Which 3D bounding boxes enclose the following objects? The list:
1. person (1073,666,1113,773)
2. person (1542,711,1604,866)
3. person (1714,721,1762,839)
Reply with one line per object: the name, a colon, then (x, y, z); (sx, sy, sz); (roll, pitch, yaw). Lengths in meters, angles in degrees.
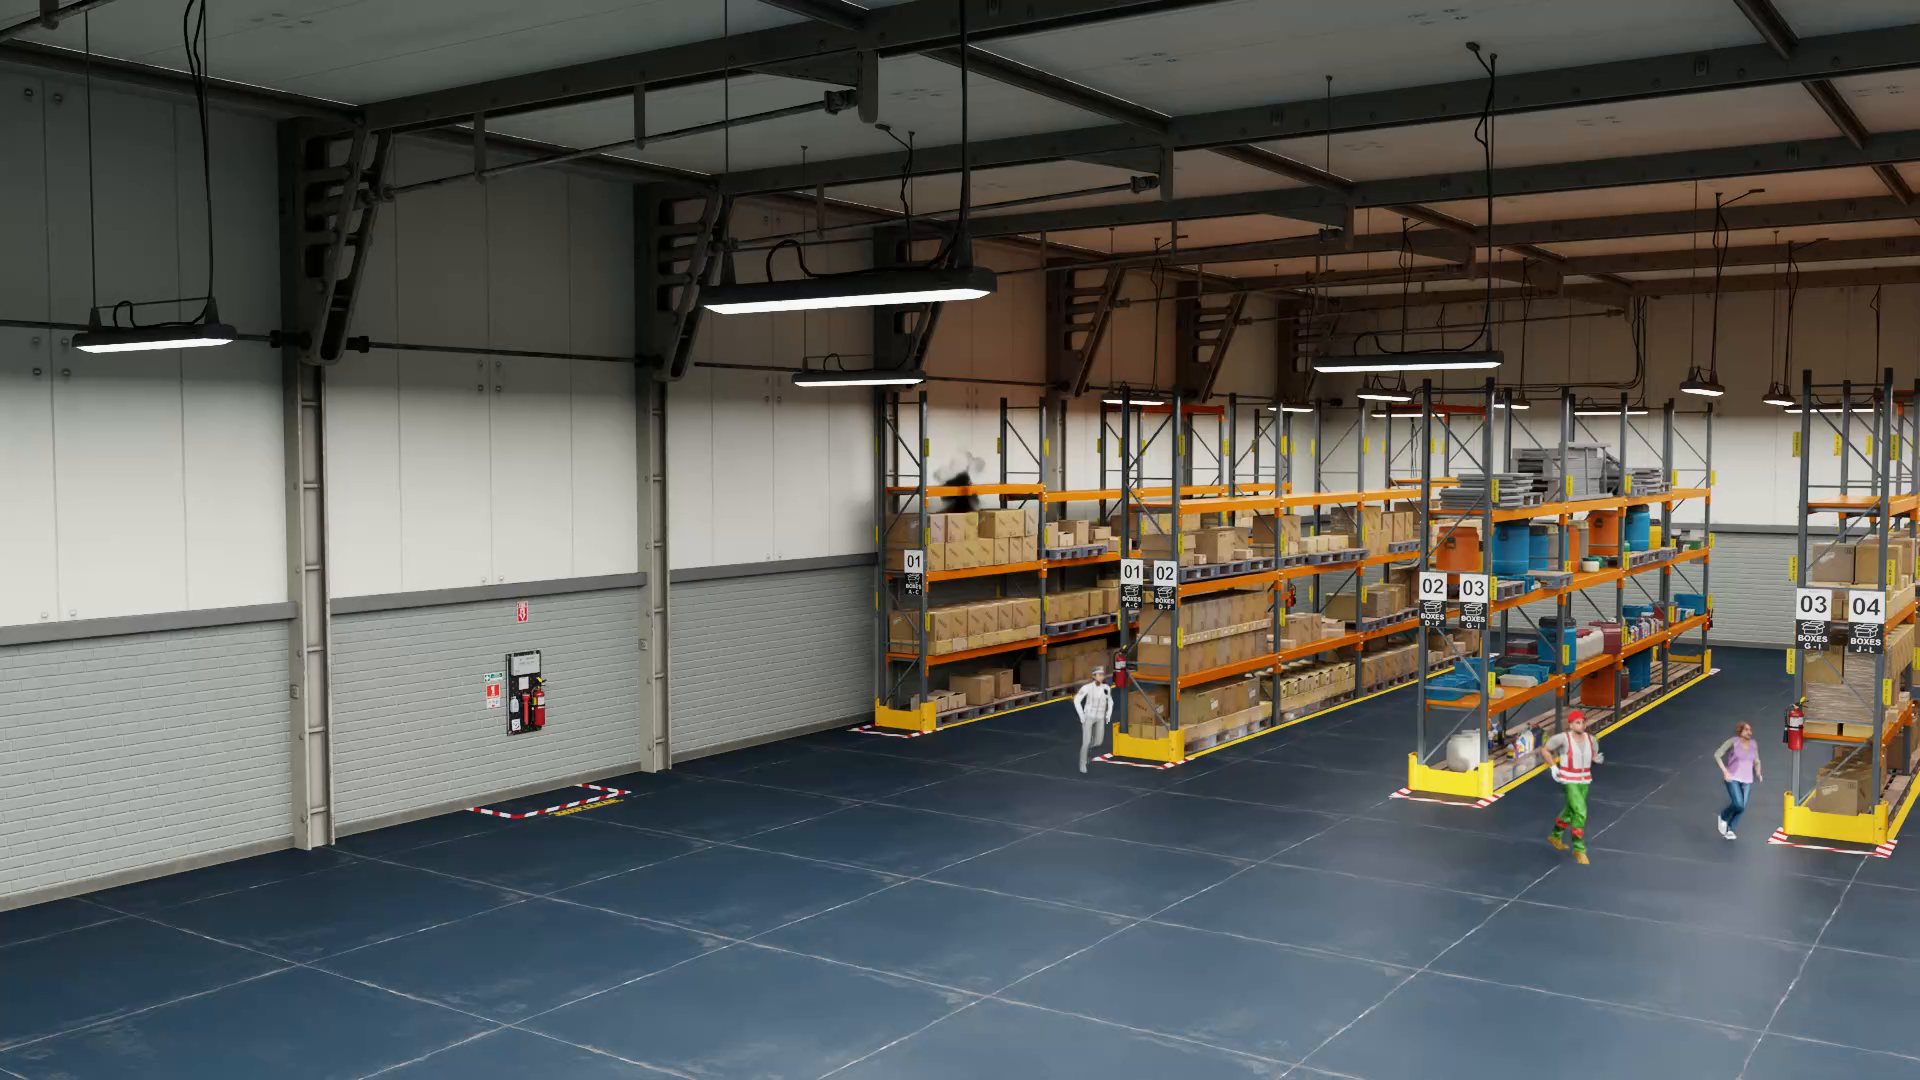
person: (2.084, 2.772, 25.844); (0.664, 1.651, 0.515); (-1, 3, -13)
person: (7.500, 2.988, 20.285); (0.620, 1.848, 0.804); (-1, 3, -20)
person: (9.909, 3.060, 21.132); (0.535, 1.535, 0.559); (0, 3, -2)
